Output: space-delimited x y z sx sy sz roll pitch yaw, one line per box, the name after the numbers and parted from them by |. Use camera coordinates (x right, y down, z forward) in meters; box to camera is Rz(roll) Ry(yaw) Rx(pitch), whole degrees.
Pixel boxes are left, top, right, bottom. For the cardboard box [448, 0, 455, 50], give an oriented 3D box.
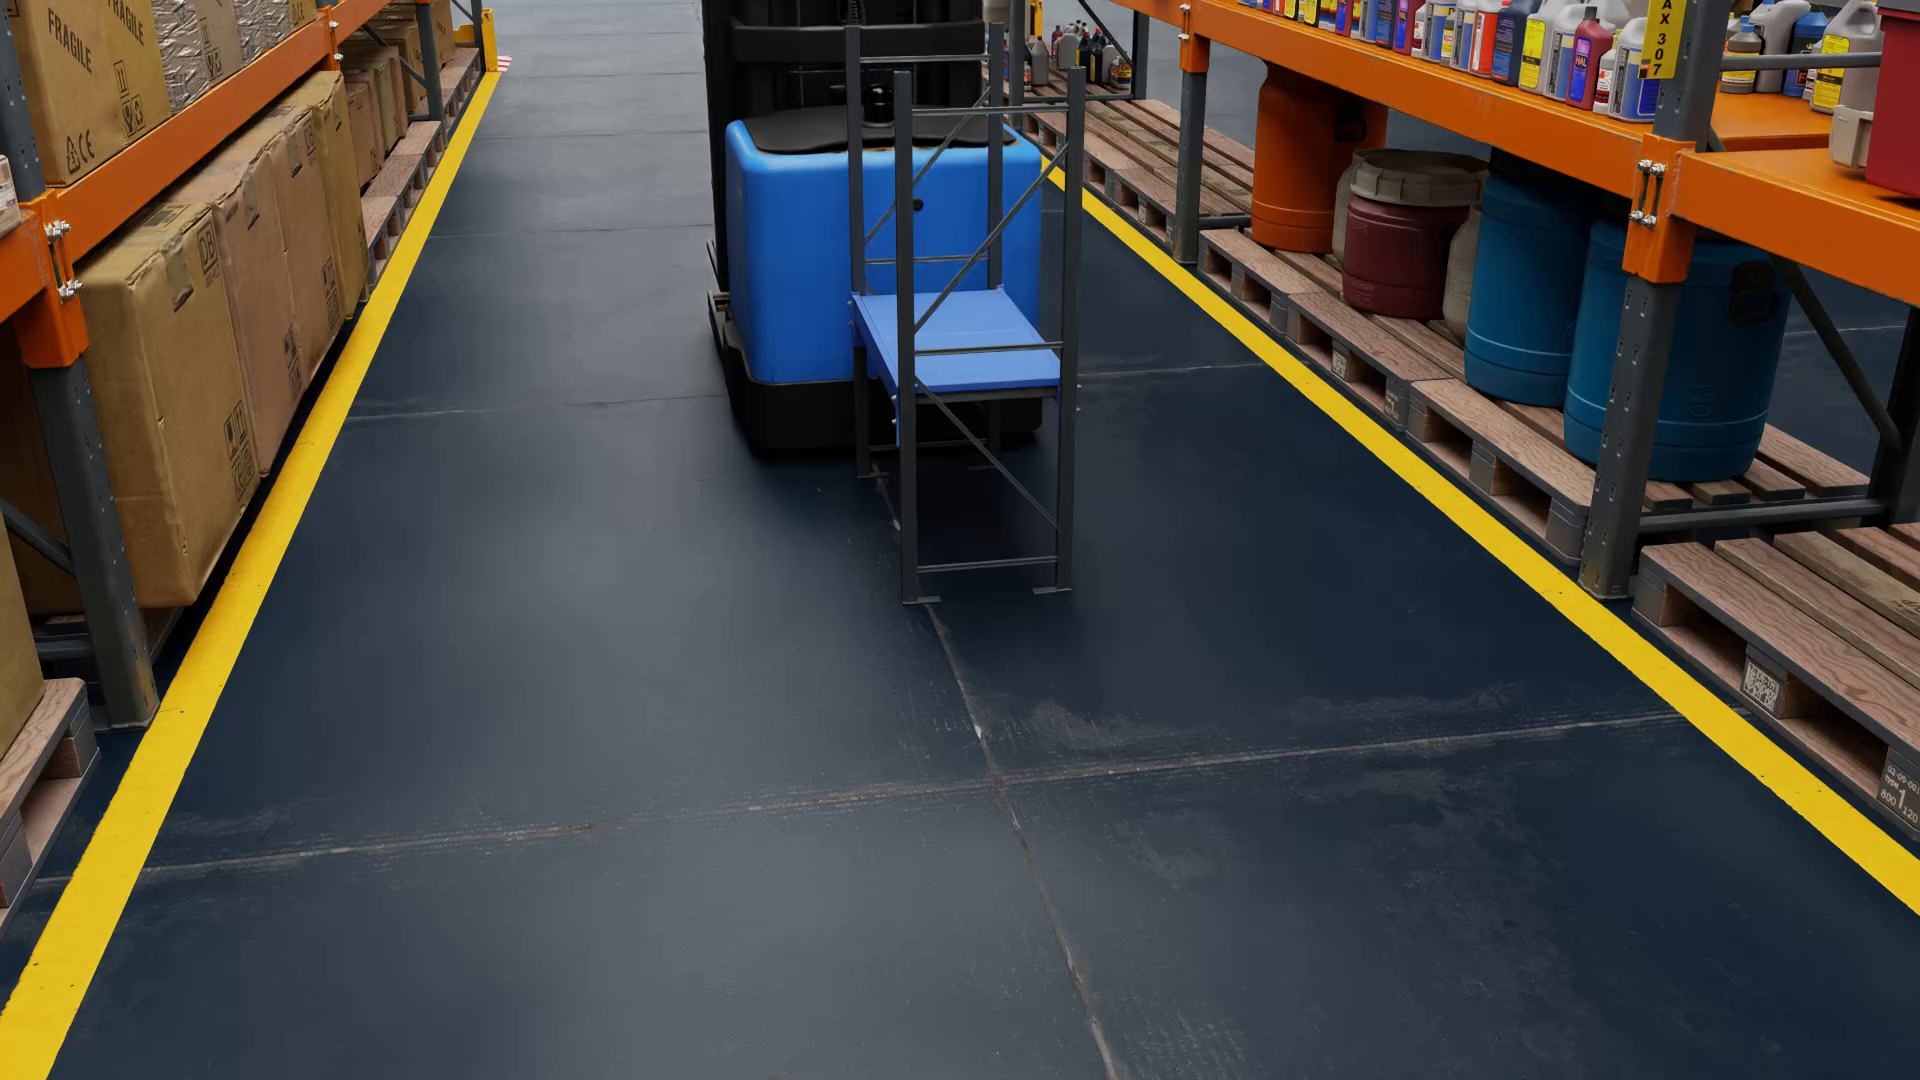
-4.653 -4.406 14.189 0.500 0.500 0.500 0 24 0 | cardboard box

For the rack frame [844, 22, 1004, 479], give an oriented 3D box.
-0.110 -0.921 5.484 0.500 1.500 0.032 -4 24 -10 | rack frame

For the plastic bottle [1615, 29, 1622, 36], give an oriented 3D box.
1.996 -1.453 5.077 0.097 0.201 0.097 0 24 0 | plastic bottle

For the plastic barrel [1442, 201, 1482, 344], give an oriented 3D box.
2.103 -1.027 6.438 0.421 0.512 0.421 0 24 0 | plastic barrel

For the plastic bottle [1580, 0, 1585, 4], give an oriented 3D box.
1.951 -1.651 5.343 0.144 0.351 0.185 -4 24 -10 | plastic bottle

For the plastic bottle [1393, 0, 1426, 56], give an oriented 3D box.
1.628 -1.904 6.007 0.061 0.283 0.133 -4 24 -10 | plastic bottle

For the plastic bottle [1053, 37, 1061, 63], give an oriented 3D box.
0.812 -4.029 13.675 0.097 0.201 0.097 0 24 0 | plastic bottle

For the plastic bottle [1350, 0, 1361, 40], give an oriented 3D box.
1.565 -2.071 6.404 0.097 0.271 0.097 0 24 0 | plastic bottle

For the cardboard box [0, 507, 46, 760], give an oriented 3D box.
-2.489 0.161 3.264 0.875 0.875 0.875 -4 24 -10 | cardboard box

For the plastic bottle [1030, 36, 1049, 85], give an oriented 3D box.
0.595 -3.629 12.572 0.144 0.351 0.185 -4 24 -10 | plastic bottle

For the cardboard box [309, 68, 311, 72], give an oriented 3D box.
-3.534 -2.328 8.469 0.500 0.250 0.500 -2 24 -4 | cardboard box

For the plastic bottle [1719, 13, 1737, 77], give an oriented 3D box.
2.525 -1.640 5.505 0.097 0.201 0.097 0 24 0 | plastic bottle

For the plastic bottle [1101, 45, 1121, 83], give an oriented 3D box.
1.141 -3.635 12.680 0.152 0.276 0.135 -3 24 -8 | plastic bottle

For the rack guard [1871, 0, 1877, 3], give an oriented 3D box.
9.866 -5.530 17.288 1.175 0.500 0.348 -4 24 -10 | rack guard

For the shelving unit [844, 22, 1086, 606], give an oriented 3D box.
-0.016 -0.721 5.027 0.538 1.500 1.048 -4 24 -10 | shelving unit

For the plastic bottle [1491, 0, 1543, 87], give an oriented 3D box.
1.809 -1.640 5.319 0.144 0.351 0.185 -4 24 -10 | plastic bottle

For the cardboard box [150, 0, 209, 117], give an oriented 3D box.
-2.558 -1.526 4.871 0.500 0.500 0.500 -5 24 -11 | cardboard box

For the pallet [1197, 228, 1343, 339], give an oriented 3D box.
1.782 -1.241 7.827 1.003 0.211 1.213 -4 24 -10 | pallet

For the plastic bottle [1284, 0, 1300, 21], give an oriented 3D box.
1.423 -2.340 7.006 0.061 0.283 0.133 -4 24 -10 | plastic bottle

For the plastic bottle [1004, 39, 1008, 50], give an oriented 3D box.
0.346 -3.724 12.874 0.061 0.283 0.133 -3 24 -6 | plastic bottle

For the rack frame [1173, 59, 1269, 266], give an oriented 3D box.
1.595 -2.826 7.972 1.000 3.000 0.127 -4 24 -10 | rack frame

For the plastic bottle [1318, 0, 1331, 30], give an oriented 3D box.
1.505 -2.200 6.700 0.097 0.271 0.097 0 24 0 | plastic bottle

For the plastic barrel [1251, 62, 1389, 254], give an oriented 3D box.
1.702 -1.833 7.885 0.600 0.830 0.708 -4 24 -10 | plastic barrel

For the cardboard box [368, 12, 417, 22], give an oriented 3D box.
-4.352 -3.703 12.579 0.500 0.500 0.500 -6 24 -14 | cardboard box

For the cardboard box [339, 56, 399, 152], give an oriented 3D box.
-3.850 -2.657 10.158 0.700 0.500 0.500 -4 24 -10 | cardboard box

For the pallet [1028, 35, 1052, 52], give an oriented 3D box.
0.321 -4.348 14.942 1.003 0.211 1.213 -4 24 -10 | pallet

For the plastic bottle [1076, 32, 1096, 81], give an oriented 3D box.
0.972 -3.724 12.790 0.144 0.351 0.185 -4 24 -10 | plastic bottle

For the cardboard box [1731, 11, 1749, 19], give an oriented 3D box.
5.556 -3.773 12.350 0.500 0.311 0.500 -4 24 -10 | cardboard box

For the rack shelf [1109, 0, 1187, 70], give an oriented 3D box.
1.225 -3.283 9.917 1.077 0.370 4.000 -4 24 -10 | rack shelf

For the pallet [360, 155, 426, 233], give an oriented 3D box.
-3.638 -1.968 9.492 1.003 0.211 1.213 -4 24 -10 | pallet

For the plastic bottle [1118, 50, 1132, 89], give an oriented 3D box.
1.227 -3.508 12.394 0.097 0.271 0.097 0 24 0 | plastic bottle

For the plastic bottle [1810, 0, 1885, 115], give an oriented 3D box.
2.581 -1.408 4.788 0.144 0.351 0.185 -4 24 -10 | plastic bottle

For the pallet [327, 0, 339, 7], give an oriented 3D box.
-3.509 -2.644 7.795 1.213 0.211 1.003 -4 24 -10 | pallet

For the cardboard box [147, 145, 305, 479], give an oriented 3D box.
-2.837 -0.706 5.249 1.225 0.875 0.875 -5 24 -12 | cardboard box

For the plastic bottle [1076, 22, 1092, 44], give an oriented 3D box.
1.000 -3.976 13.367 0.144 0.351 0.185 -4 24 -10 | plastic bottle

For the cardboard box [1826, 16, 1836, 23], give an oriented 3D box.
6.183 -3.611 11.981 0.500 0.311 0.500 -4 24 -8 | cardboard box

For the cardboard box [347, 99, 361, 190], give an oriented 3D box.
-3.531 -1.995 8.643 0.700 0.500 0.500 -6 24 -14 | cardboard box

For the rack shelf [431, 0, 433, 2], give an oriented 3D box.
-4.382 -4.490 12.681 1.077 0.370 4.000 -4 24 -10 | rack shelf

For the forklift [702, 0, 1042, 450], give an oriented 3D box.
-0.506 -2.219 6.668 1.130 2.935 3.031 -5 24 -11 | forklift

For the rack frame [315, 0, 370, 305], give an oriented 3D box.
-3.273 -2.459 7.133 1.000 3.000 0.127 -4 24 -10 | rack frame

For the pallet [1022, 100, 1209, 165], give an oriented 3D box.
1.039 -2.815 11.432 1.003 0.211 1.213 -4 24 -10 | pallet

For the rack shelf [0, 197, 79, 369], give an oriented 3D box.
-2.163 0.231 1.873 1.077 0.370 4.000 -4 24 -10 | rack shelf

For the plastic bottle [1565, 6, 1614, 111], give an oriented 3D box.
1.857 -1.418 4.894 0.061 0.283 0.133 -4 24 -10 | plastic bottle

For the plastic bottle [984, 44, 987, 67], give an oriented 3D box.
0.245 -3.942 13.475 0.097 0.201 0.097 0 24 0 | plastic bottle

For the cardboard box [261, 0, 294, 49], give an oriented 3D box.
-2.851 -2.133 6.260 0.500 0.500 0.500 -5 24 -10 | cardboard box

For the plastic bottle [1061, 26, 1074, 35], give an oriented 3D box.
0.906 -4.135 13.823 0.152 0.276 0.135 -4 24 -9 | plastic bottle

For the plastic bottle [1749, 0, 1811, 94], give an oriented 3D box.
2.556 -1.550 5.206 0.152 0.276 0.135 -4 24 -10 | plastic bottle

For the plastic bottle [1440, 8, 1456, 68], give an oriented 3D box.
1.710 -1.731 5.714 0.097 0.201 0.097 0 24 0 | plastic bottle

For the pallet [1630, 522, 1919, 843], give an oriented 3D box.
2.509 0.312 4.272 1.003 0.211 1.213 -4 24 -10 | pallet

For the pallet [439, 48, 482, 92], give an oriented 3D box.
-4.622 -3.976 14.090 1.003 0.211 1.213 -4 24 -10 | pallet

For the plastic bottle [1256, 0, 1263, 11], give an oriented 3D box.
1.370 -2.455 7.371 0.097 0.201 0.097 0 24 0 | plastic bottle
